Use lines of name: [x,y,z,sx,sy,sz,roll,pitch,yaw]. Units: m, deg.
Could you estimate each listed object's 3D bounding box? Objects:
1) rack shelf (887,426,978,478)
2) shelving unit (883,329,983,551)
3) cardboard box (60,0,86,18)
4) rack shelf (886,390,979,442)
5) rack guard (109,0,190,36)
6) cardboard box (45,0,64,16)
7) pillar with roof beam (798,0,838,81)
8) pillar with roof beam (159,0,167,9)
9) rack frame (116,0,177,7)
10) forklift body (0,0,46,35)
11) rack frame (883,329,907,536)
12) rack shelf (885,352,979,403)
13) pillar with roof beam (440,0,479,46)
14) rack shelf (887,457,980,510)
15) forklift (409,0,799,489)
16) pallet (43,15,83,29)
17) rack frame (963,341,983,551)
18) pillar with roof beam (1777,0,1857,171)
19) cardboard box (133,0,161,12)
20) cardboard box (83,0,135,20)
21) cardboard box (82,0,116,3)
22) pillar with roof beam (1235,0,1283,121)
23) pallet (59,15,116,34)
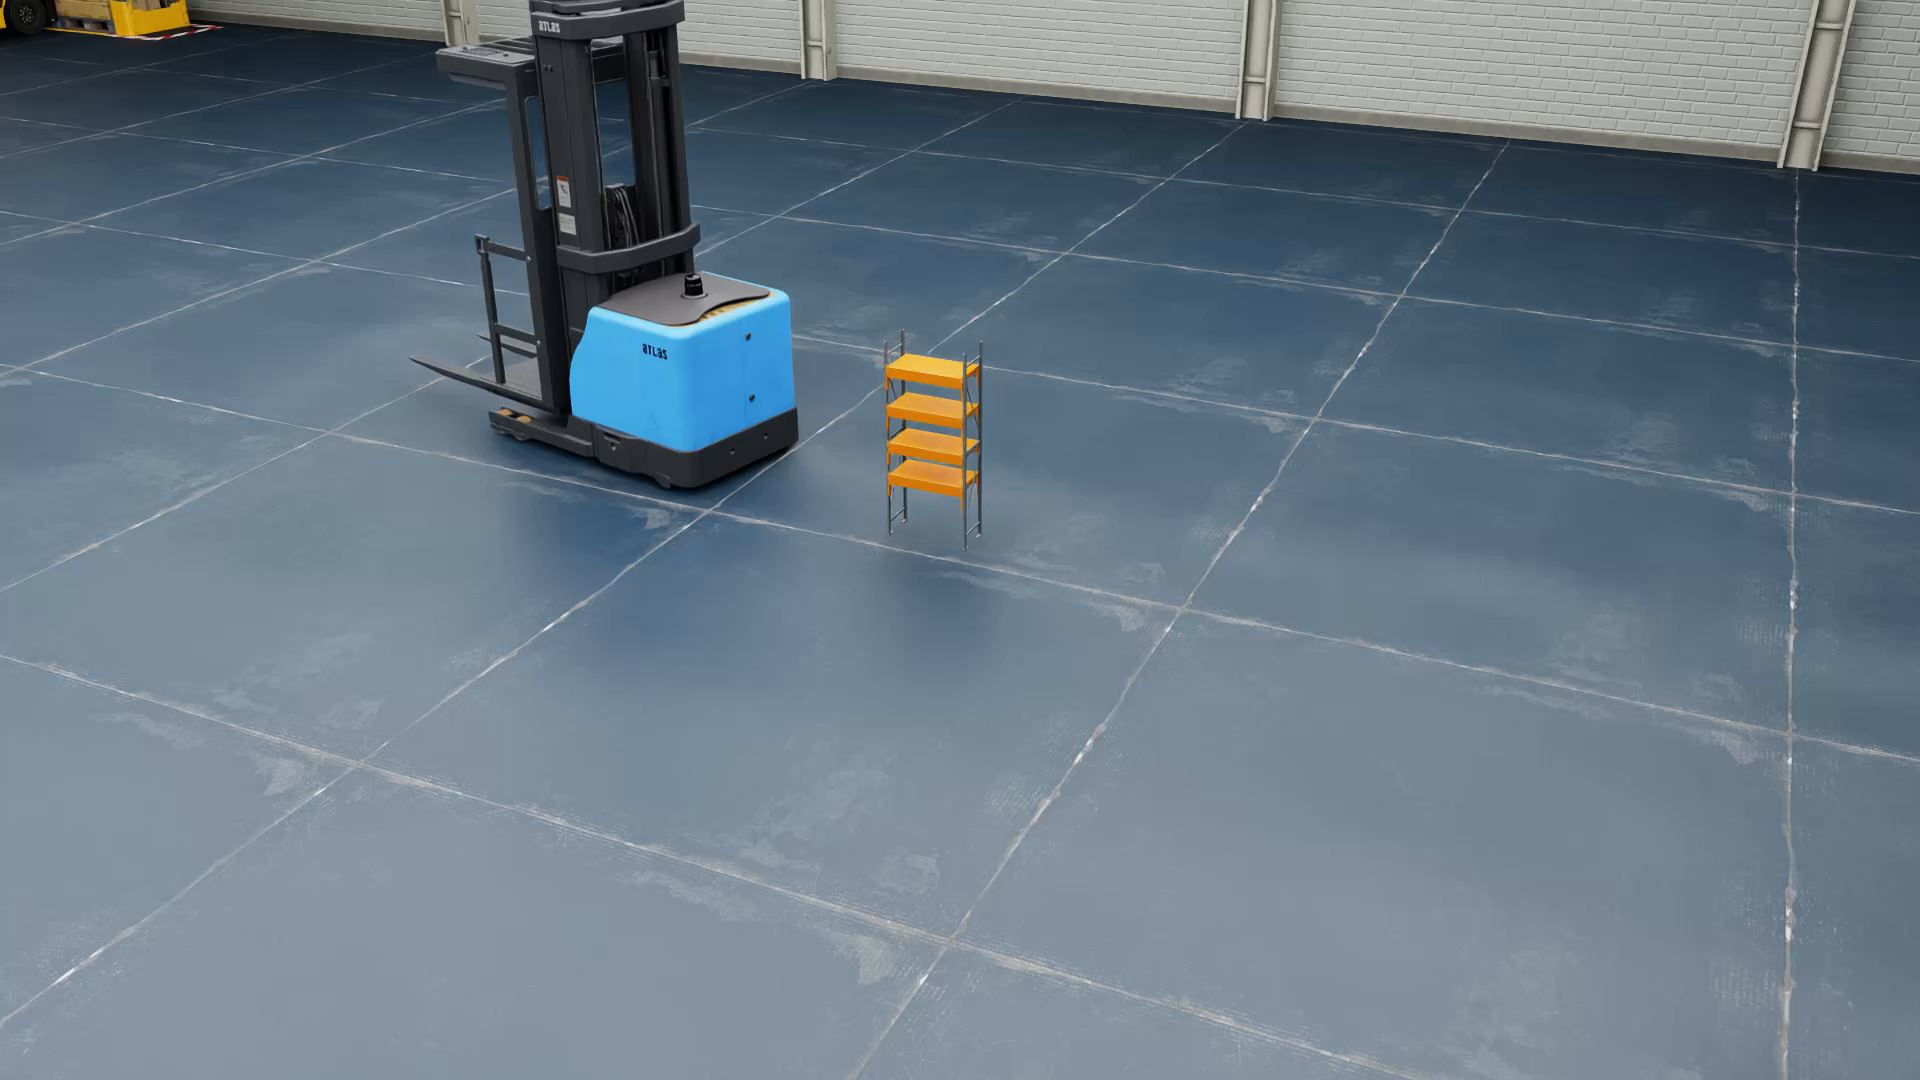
rack shelf: [-0.151,-0.508,9.576,0.480,0.148,0.258,11,28,22]
shelving unit: [-0.151,-0.569,9.546,0.503,1.200,0.258,11,28,22]
cardboard box: [-13.560,-8.286,25.821,0.500,0.250,0.500,11,28,22]
rack shelf: [-0.151,-0.709,9.477,0.480,0.148,0.258,11,28,22]
rack guard: [-12.531,-8.151,25.740,0.348,0.500,1.175,11,28,22]
cardboard box: [-14.012,-8.381,26.014,0.500,0.250,0.500,12,29,22]
pillar with roof beam: [-3.672,-8.533,16.894,0.400,9.000,9.100,11,28,22]
pillar with roof beam: [-14.596,-10.727,21.351,0.400,9.000,9.100,11,28,22]
rack frame: [-12.553,-9.277,25.197,0.127,3.000,1.000,11,28,22]
forklift body: [-15.034,-8.510,24.599,1.214,2.155,2.313,11,28,22]
rack frame: [-0.373,-0.613,9.637,0.015,1.200,0.240,11,28,22]
rack shelf: [-0.151,-0.921,9.373,0.480,0.148,0.258,11,28,22]
pillar with roof beam: [-9.134,-9.630,19.123,0.400,9.000,9.100,11,28,22]
rack shelf: [-0.151,-0.330,9.664,0.480,0.148,0.258,11,28,22]
forklift: [-2.542,-2.141,10.780,3.031,2.935,1.130,18,32,33]
pallet: [-14.373,-8.373,26.517,1.213,0.211,1.003,11,28,22]
rack frame: [0.071,-0.524,9.456,0.015,1.200,0.240,11,28,22]
pillar with roof beam: [7.252,-6.339,12.438,0.400,9.000,9.100,11,28,22]
cardboard box: [-12.919,-8.400,26.054,0.500,0.250,0.500,11,28,22]
cardboard box: [-13.111,-8.191,25.628,0.500,0.250,0.500,12,28,22]
cardboard box: [-13.125,-8.420,25.527,0.500,0.250,0.500,11,28,21]
pillar with roof beam: [1.790,-7.436,14.666,0.400,9.000,9.100,11,28,22]
pallet: [-13.266,-8.149,26.063,1.213,0.211,1.003,11,28,22]
